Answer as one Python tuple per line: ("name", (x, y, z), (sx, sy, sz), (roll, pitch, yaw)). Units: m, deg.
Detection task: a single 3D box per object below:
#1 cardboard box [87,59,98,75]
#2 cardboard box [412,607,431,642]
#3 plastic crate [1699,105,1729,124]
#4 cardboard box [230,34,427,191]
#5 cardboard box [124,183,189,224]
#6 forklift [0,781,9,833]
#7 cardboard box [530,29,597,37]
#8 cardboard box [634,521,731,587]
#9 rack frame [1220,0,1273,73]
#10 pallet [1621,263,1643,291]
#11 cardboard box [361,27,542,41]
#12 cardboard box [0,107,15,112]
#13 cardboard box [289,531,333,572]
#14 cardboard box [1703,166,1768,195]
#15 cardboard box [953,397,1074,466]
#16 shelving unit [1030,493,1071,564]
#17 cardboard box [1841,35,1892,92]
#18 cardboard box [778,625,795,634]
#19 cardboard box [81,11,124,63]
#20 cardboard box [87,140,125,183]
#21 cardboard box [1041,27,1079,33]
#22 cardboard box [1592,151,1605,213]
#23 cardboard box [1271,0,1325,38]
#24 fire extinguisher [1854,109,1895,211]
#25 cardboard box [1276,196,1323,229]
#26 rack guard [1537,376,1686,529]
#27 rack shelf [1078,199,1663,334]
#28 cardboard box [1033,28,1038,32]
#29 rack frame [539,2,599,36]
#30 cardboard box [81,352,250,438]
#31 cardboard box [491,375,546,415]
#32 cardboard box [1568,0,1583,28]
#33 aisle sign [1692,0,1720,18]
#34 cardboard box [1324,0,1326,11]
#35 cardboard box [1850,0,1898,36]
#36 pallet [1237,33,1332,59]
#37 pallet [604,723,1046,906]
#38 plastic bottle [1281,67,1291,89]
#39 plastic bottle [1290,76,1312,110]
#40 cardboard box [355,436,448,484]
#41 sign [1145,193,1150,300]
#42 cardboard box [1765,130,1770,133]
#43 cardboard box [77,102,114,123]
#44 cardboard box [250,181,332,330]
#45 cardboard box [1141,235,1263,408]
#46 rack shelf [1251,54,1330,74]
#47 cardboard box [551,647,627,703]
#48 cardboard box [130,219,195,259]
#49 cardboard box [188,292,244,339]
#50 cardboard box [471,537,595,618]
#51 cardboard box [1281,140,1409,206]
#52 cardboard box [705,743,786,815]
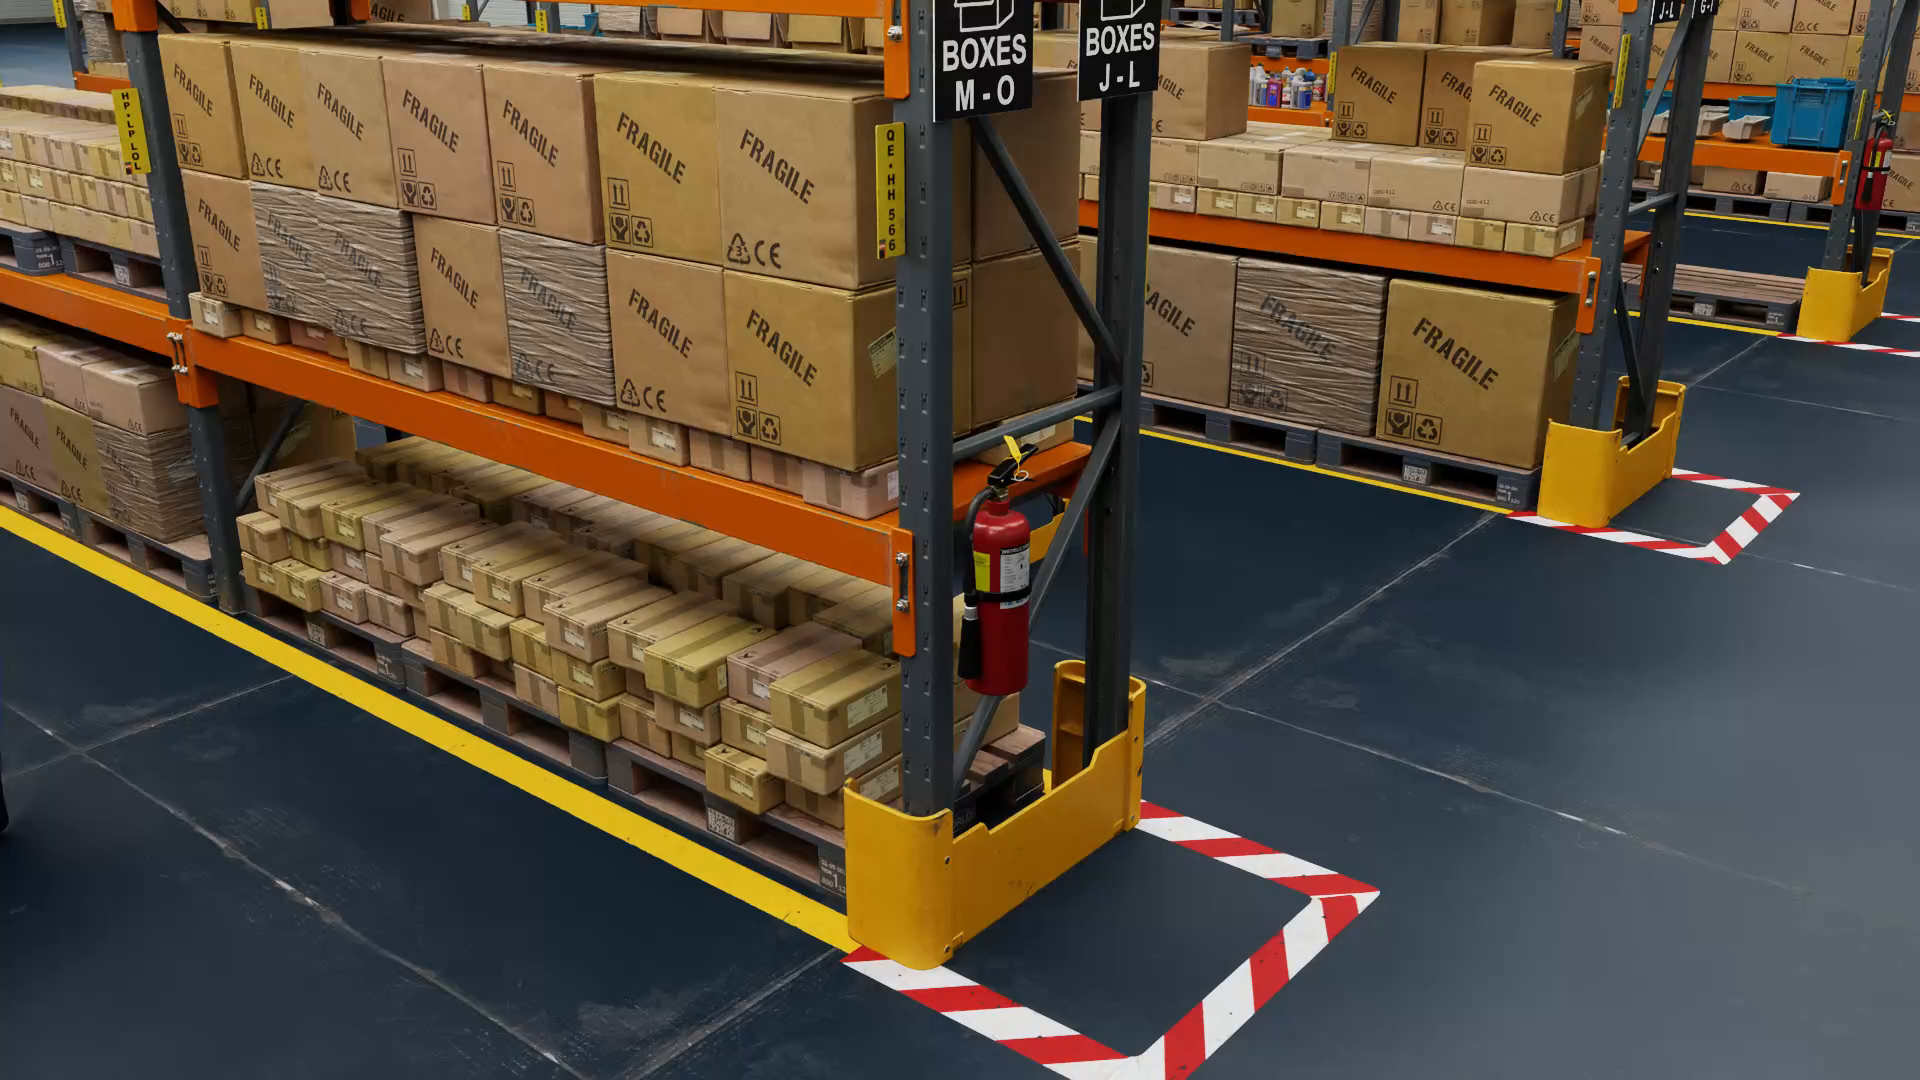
("cardboard box", (-8.916, -4.978, 17.474), (0.250, 0.149, 0.380), (16, 26, 36))
("cardboard box", (-1.935, 0.287, 6.602), (0.250, 0.149, 0.380), (15, 25, 34))
("plastic crate", (5.836, -3.304, 12.967), (0.298, 0.136, 0.250), (16, 26, 36))
("cardboard box", (-2.297, -1.589, 6.150), (0.500, 0.500, 0.500), (15, 25, 35))
("cardboard box", (-3.337, -1.467, 7.146), (0.250, 0.149, 0.380), (17, 27, 38))
("forklift", (-4.693, -0.423, 5.136), (3.031, 2.935, 1.130), (9, 22, 22))
("cardboard box", (-3.232, -3.792, 13.237), (0.500, 0.500, 0.500), (12, 24, 30))
("cardboard box", (-1.028, 0.040, 6.414), (0.250, 0.149, 0.380), (17, 26, 37))
("rack frame", (3.478, -6.147, 20.217), (0.127, 3.000, 1.000), (16, 26, 36))
("pallet", (4.986, -2.171, 13.625), (1.213, 0.211, 1.003), (16, 26, 36))
("cardboard box", (-1.965, -1.723, 6.505), (0.500, 0.500, 0.500), (15, 25, 35))
("cardboard box", (-4.954, -2.073, 8.332), (0.250, 0.149, 0.380), (18, 27, 39))
("cardboard box", (-2.573, -0.015, 6.981), (0.250, 0.149, 0.380), (16, 26, 37))
("cardboard box", (8.036, -3.874, 17.105), (0.637, 0.503, 0.797), (16, 26, 36))
("cardboard box", (0.151, -0.366, 5.243), (0.250, 0.149, 0.380), (16, 26, 36))
("shelving unit", (-0.059, -0.719, 7.949), (1.083, 1.500, 0.587), (16, 26, 36))
("cardboard box", (8.753, -4.549, 15.838), (0.500, 0.500, 0.500), (16, 26, 37))
("cardboard box", (-0.471, 0.383, 5.925), (0.250, 0.149, 0.380), (16, 26, 37))
("cardboard box", (-8.577, -5.280, 17.355), (0.500, 0.500, 0.875), (16, 26, 36))
("cardboard box", (-3.547, -1.667, 7.255), (0.250, 0.149, 0.380), (15, 25, 35))
("cardboard box", (0.836, -2.937, 10.435), (0.500, 0.500, 0.500), (17, 27, 38))
("cardboard box", (3.208, -1.905, 8.758), (0.500, 0.250, 0.500), (15, 25, 35))
("cardboard box", (4.038, -6.280, 19.834), (0.500, 0.500, 0.700), (7, 22, 18))
("fire extinguisher", (6.371, -2.640, 11.556), (0.183, 0.674, 0.296), (16, 26, 36))
("cardboard box", (1.932, -1.812, 9.077), (0.250, 0.149, 0.380), (16, 26, 36))
("rack guard", (3.428, -0.480, 8.732), (0.348, 0.500, 1.175), (16, 26, 36))
("rack shelf", (1.860, -1.764, 9.615), (4.000, 0.370, 1.077), (16, 26, 36))
("cardboard box", (0.937, -6.668, 21.955), (0.250, 0.149, 0.380), (16, 26, 36))
("rack frame", (-2.788, -3.439, 13.038), (0.127, 3.000, 1.000), (16, 26, 36))
("cardboard box", (-3.641, -0.689, 7.628), (0.500, 0.250, 0.500), (15, 25, 35))
("cardboard box", (-1.394, -0.565, 5.773), (0.250, 0.149, 0.380), (17, 26, 37))
("cardboard box", (8.404, -7.064, 22.058), (0.500, 0.500, 0.500), (16, 26, 36))
("aisle sign", (3.655, -2.937, 8.021), (0.004, 0.787, 0.394), (16, 26, 36))
("cardboard box", (5.258, -8.128, 24.706), (0.500, 0.500, 0.700), (16, 26, 36))
("cardboard box", (8.766, -5.013, 15.652), (0.500, 0.500, 0.500), (17, 26, 38))
("pallet", (4.048, -5.925, 19.900), (1.003, 0.211, 1.213), (16, 26, 36))
("pallet", (-0.471, 0.776, 5.812), (1.213, 0.211, 1.003), (16, 26, 36))
("plastic bottle", (2.969, -4.163, 15.139), (0.097, 0.271, 0.097), (0, 21, 0))
("plastic bottle", (2.933, -3.843, 14.282), (0.135, 0.276, 0.152), (16, 26, 36))
("cardboard box", (-2.464, -0.346, 7.438), (0.250, 0.149, 0.380), (17, 27, 38))
("sign", (0.538, -0.875, 5.010), (0.005, 0.325, 0.100), (16, 26, 36))
("cardboard box", (10.221, -5.441, 21.293), (0.500, 0.500, 0.700), (16, 26, 37))
("cardboard box", (-4.333, -2.190, 8.643), (0.250, 0.149, 0.380), (18, 27, 39))
("cardboard box", (-2.292, -1.112, 6.302), (0.500, 0.500, 0.500), (16, 26, 36))
("cardboard box", (1.469, -1.379, 9.991), (0.875, 0.875, 0.875), (16, 26, 36))
("rack shelf", (5.028, -5.364, 19.160), (4.000, 0.370, 1.077), (16, 26, 36))
("cardboard box", (-1.207, 0.410, 5.854), (0.250, 0.149, 0.380), (17, 26, 37))
("cardboard box", (-3.337, -1.327, 7.197), (0.250, 0.149, 0.380), (15, 26, 35))
("cardboard box", (-2.891, -0.944, 6.775), (0.250, 0.149, 0.380), (17, 27, 38))
("cardboard box", (-1.573, 0.134, 6.162), (0.250, 0.149, 0.380), (16, 26, 37))
("cardboard box", (2.079, -1.986, 8.975), (0.500, 0.250, 0.500), (15, 25, 35))
("cardboard box", (-0.608, 0.726, 5.437), (0.250, 0.149, 0.380), (17, 27, 38))
